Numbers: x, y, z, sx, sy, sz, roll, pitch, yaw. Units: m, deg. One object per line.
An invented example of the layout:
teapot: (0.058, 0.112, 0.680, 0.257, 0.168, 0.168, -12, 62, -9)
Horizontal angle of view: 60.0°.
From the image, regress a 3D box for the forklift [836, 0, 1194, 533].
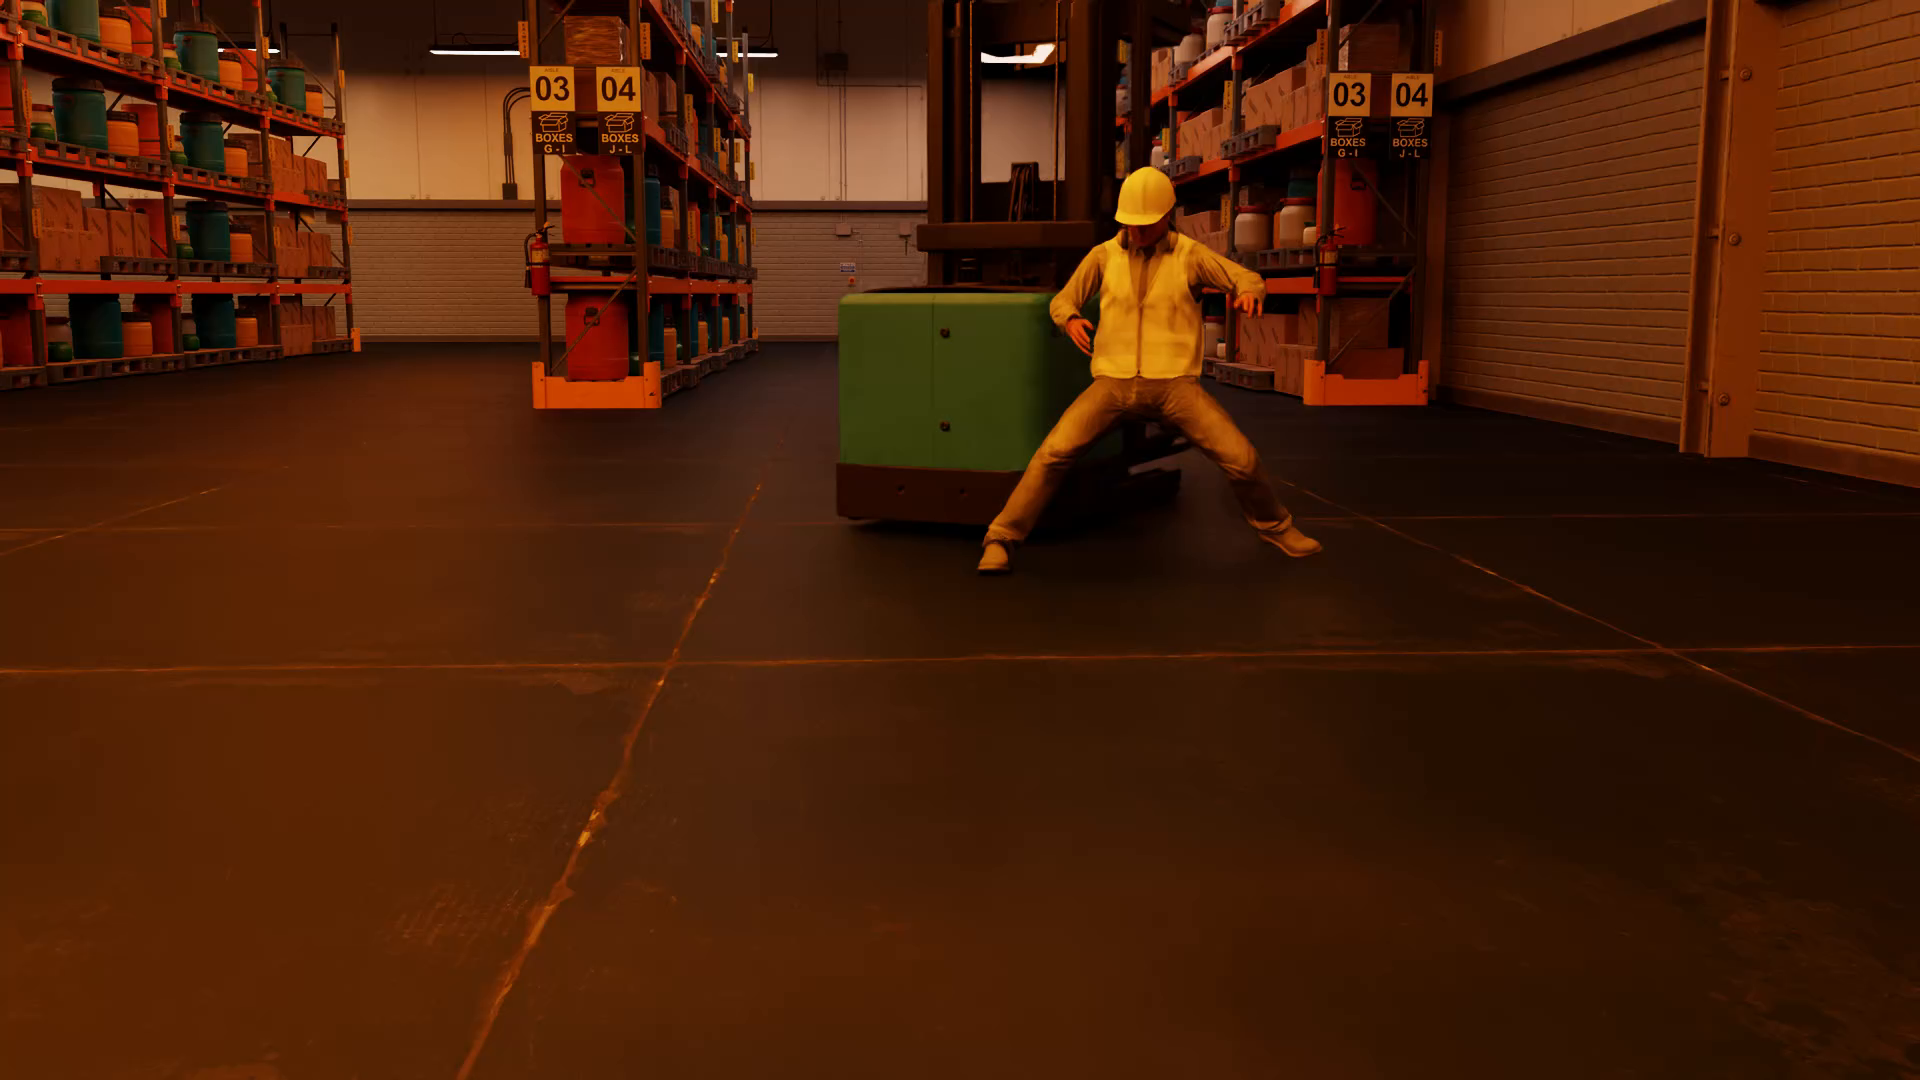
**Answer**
forklift: (0.514, -1.658, 8.497, 1.130, 2.935, 3.031, 4, 9, 25)

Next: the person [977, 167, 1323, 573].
person: (0.761, -0.664, 6.462, 1.296, 1.551, 0.835, 2, 9, 15)
